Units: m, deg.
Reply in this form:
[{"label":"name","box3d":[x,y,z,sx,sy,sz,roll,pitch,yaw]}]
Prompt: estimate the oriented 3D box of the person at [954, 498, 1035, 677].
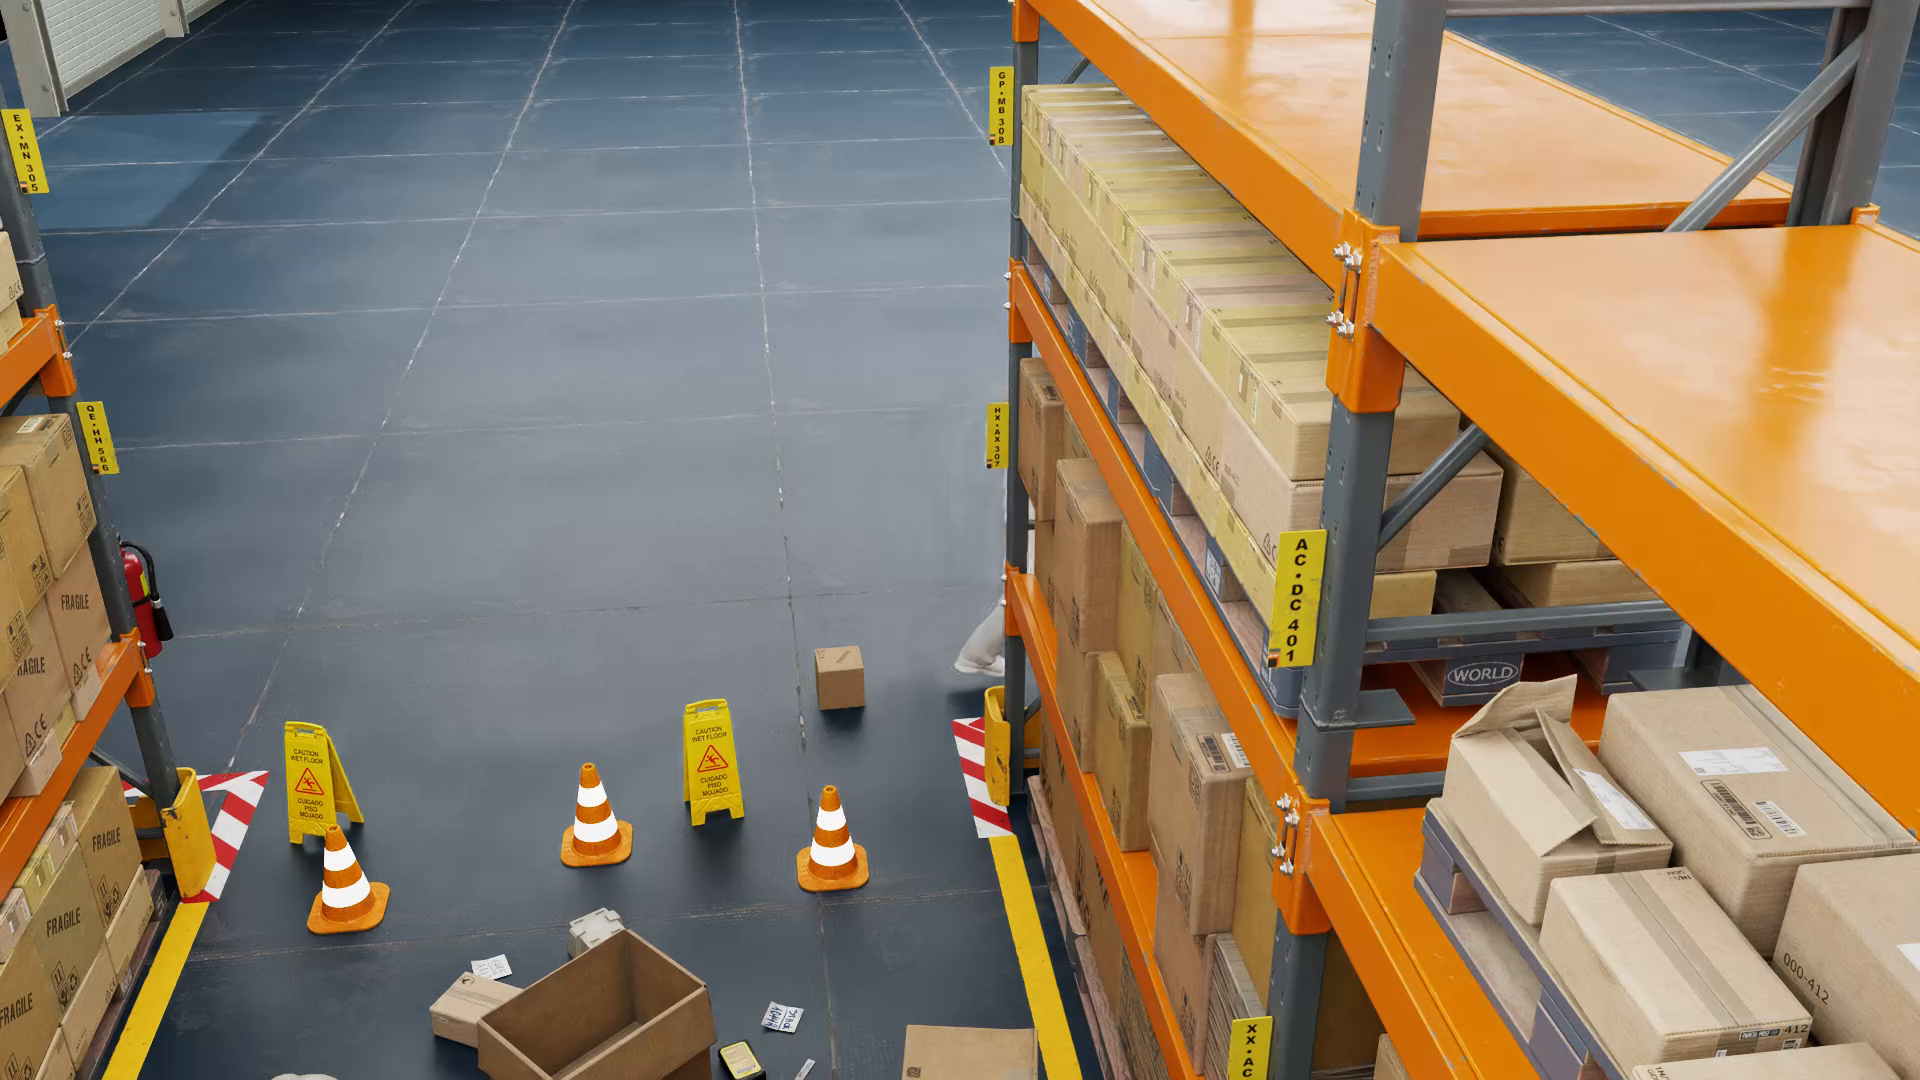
[{"label":"person","box3d":[0.525,0.023,9.210,1.151,1.628,0.597,-6,27,-12]}]
